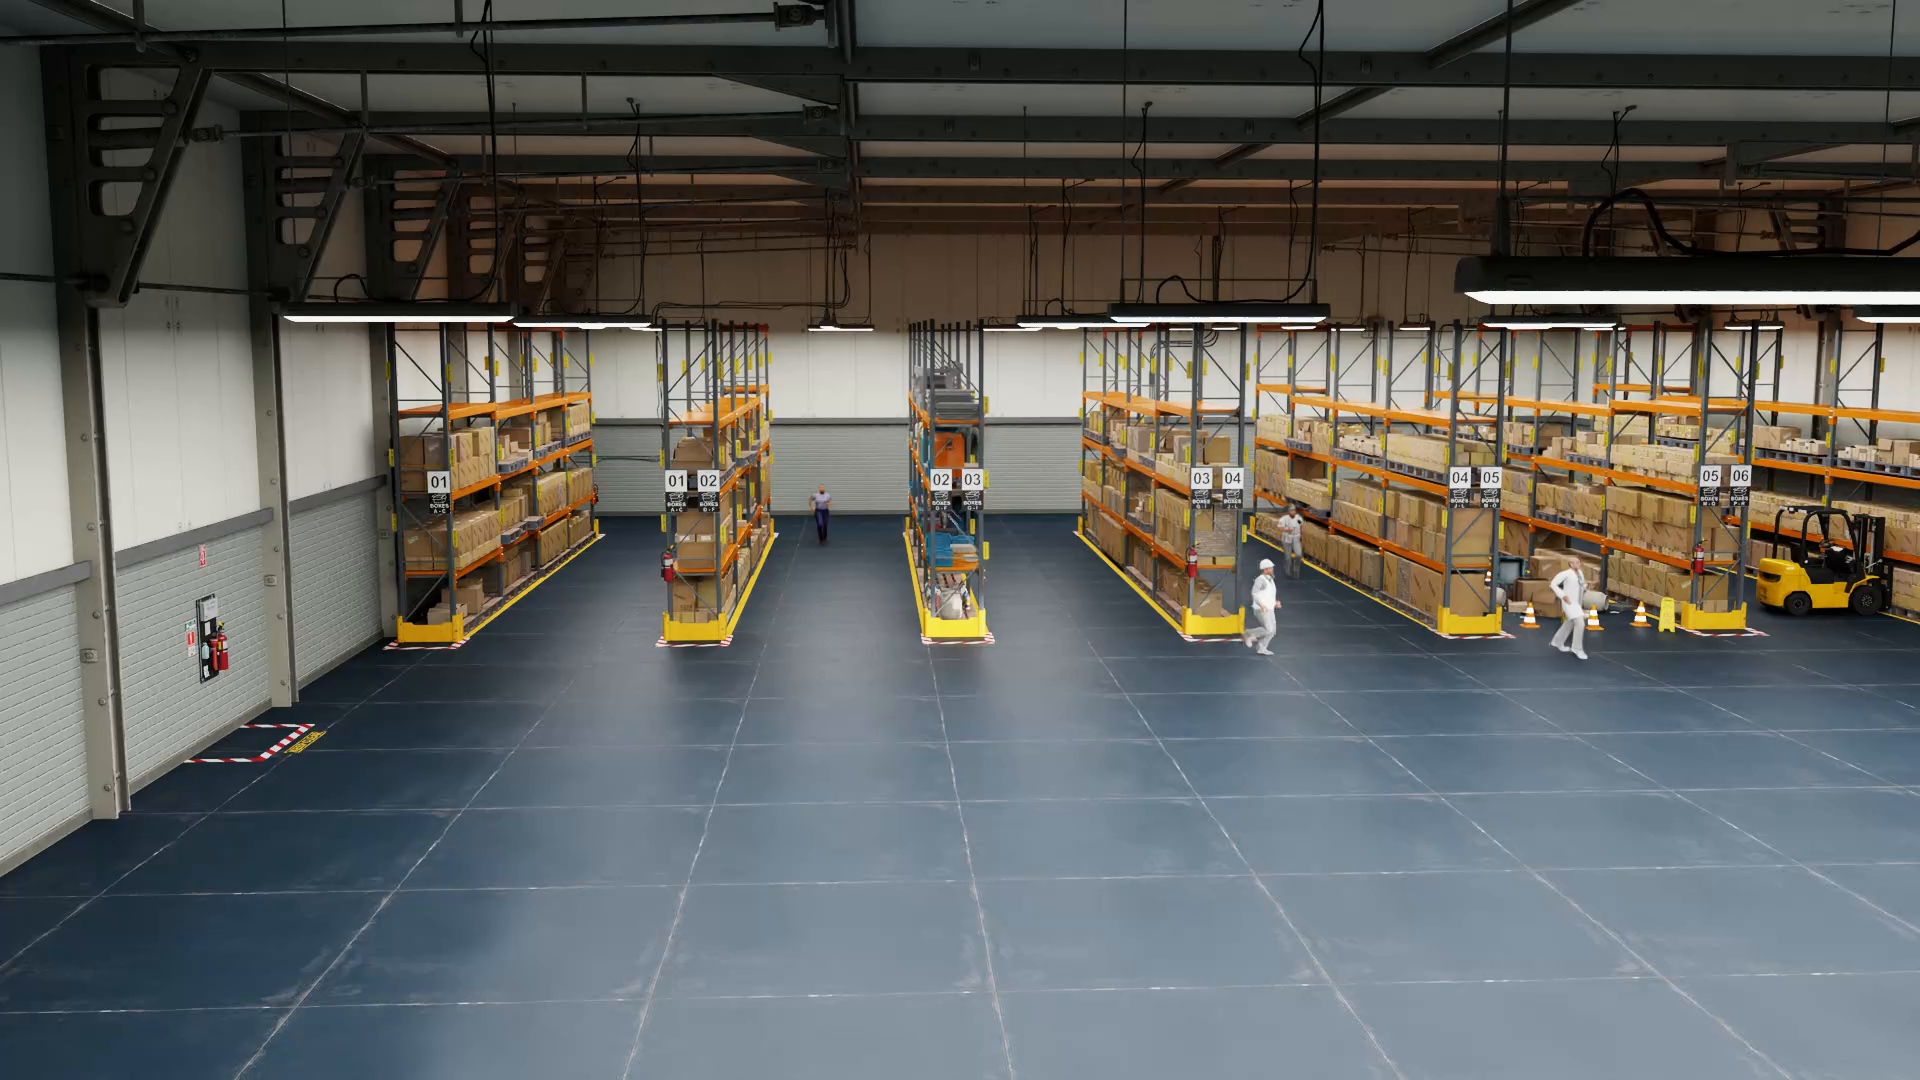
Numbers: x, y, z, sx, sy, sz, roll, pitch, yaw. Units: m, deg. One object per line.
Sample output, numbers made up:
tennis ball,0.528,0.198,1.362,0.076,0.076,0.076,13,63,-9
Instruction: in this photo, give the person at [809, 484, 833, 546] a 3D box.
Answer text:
person,-3.792,-0.695,45.471,0.621,1.684,0.826,-2,7,-18

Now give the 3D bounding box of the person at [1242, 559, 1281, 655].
person,5.419,1.201,29.821,0.622,1.725,0.646,5,8,33

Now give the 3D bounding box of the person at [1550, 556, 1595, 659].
person,10.886,1.199,29.624,0.702,1.842,0.792,-7,10,-43

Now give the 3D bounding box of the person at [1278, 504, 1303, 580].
person,7.768,0.045,39.034,0.641,1.815,0.790,0,7,1

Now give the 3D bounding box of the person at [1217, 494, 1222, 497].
person,7.334,-0.856,46.744,0.576,1.663,0.634,0,7,0
